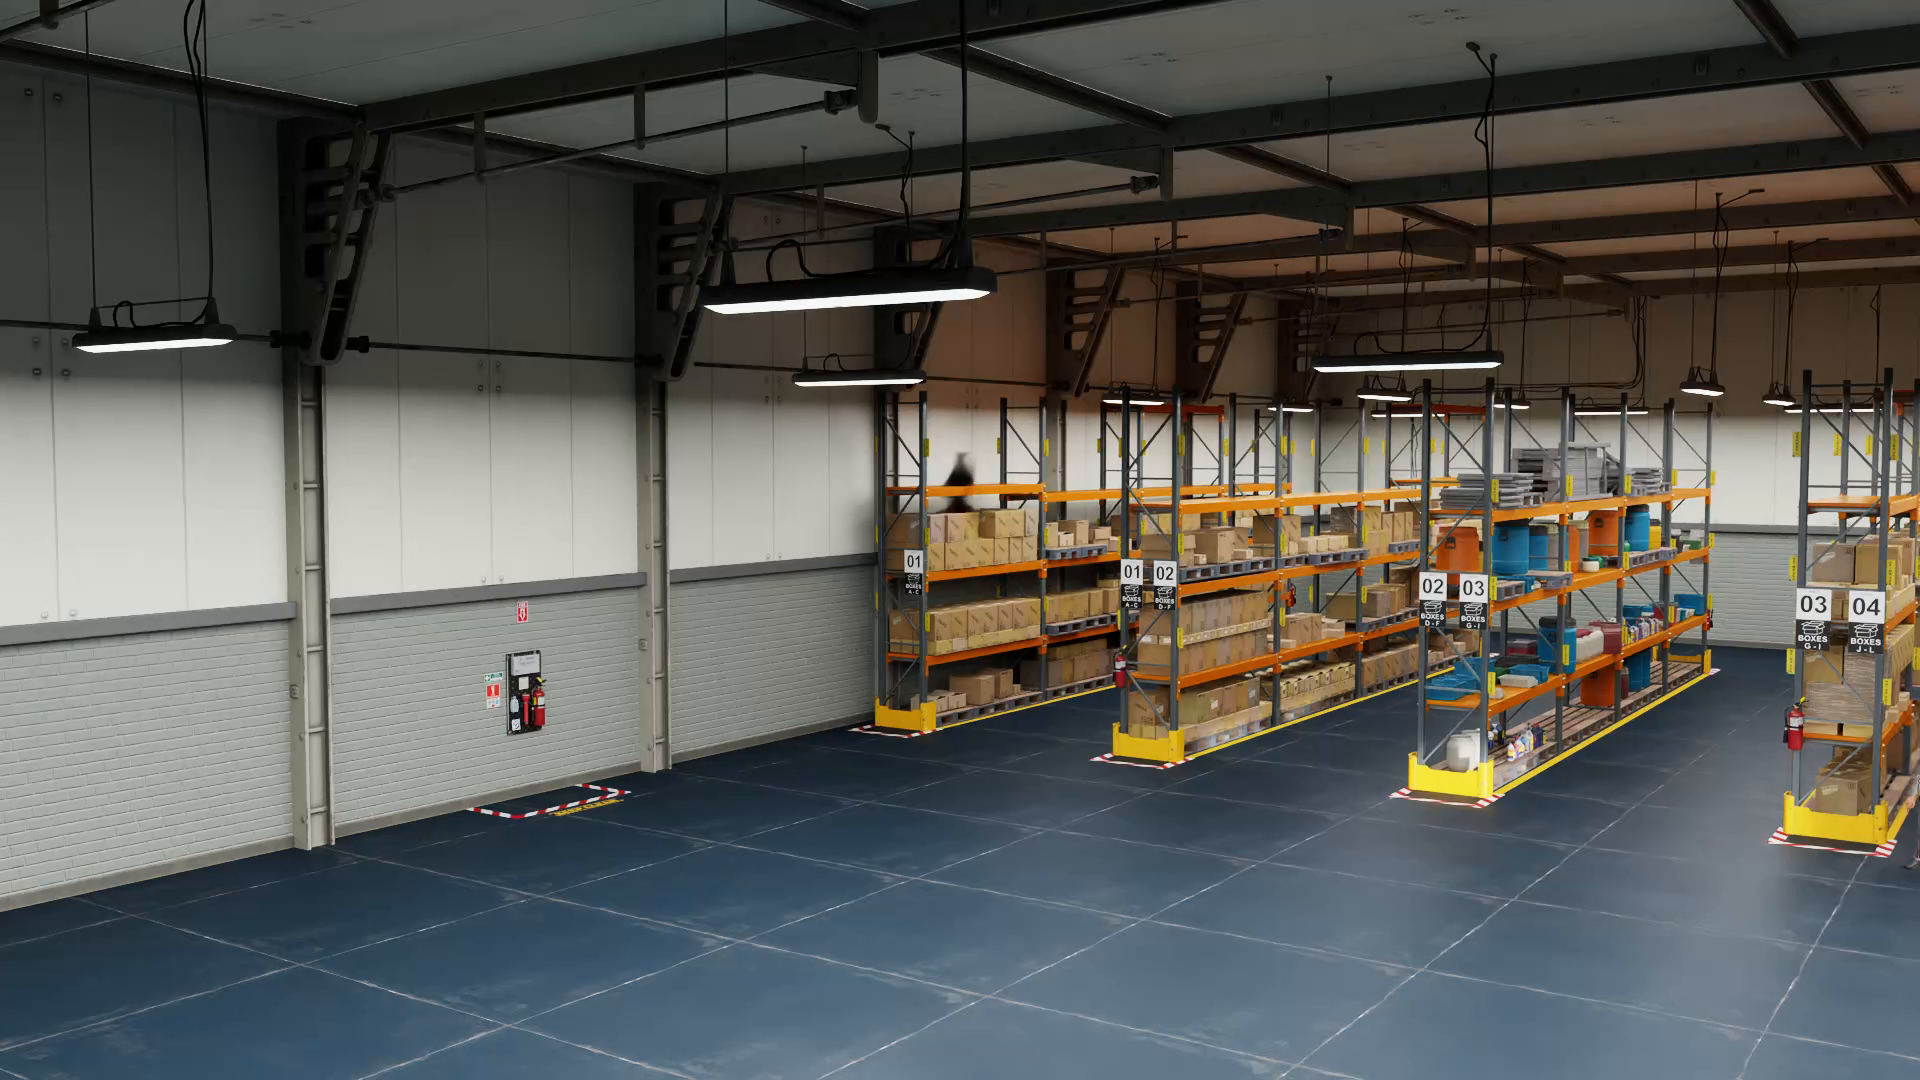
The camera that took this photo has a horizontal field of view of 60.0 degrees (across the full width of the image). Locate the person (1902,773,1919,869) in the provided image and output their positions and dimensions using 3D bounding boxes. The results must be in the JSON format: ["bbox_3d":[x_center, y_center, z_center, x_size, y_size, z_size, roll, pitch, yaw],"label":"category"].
[{"bbox_3d":[11.327,3.107,19.208,0.691,1.697,0.541,1,3,10],"label":"person"}]
